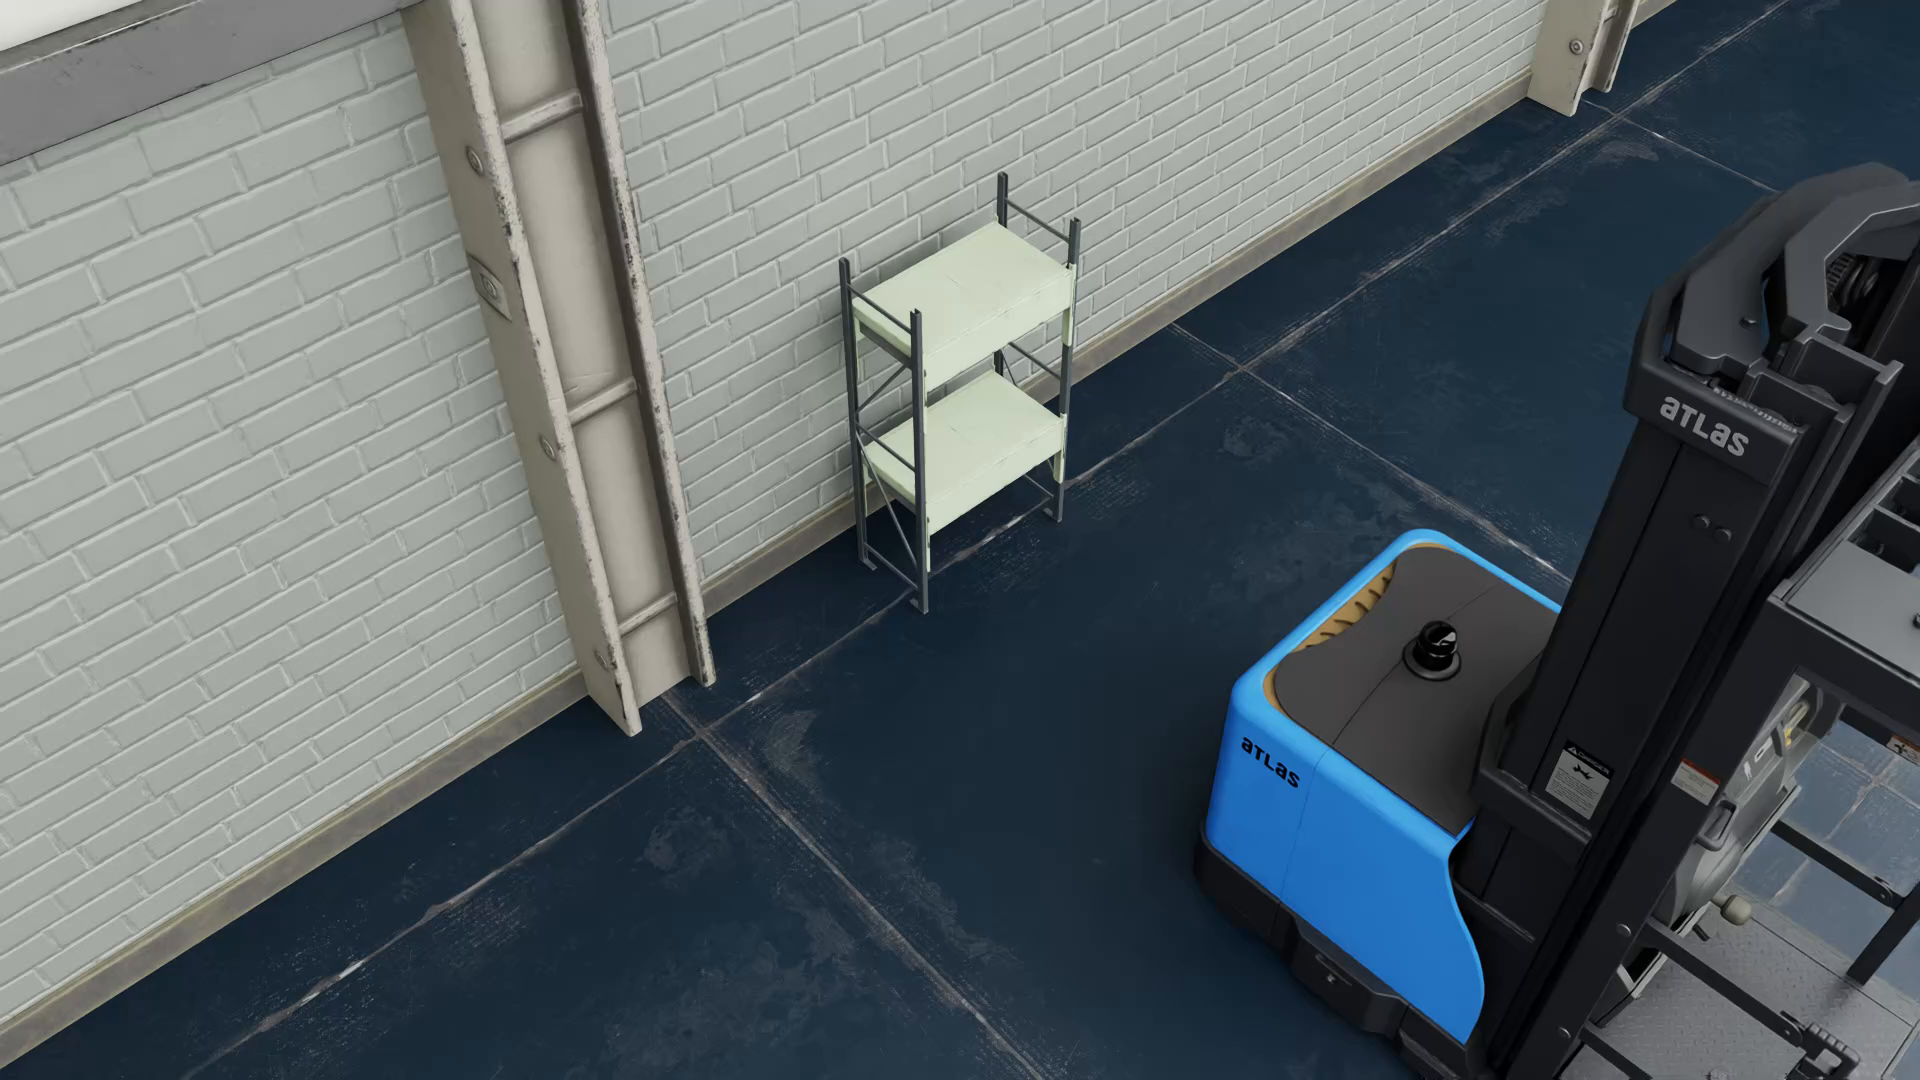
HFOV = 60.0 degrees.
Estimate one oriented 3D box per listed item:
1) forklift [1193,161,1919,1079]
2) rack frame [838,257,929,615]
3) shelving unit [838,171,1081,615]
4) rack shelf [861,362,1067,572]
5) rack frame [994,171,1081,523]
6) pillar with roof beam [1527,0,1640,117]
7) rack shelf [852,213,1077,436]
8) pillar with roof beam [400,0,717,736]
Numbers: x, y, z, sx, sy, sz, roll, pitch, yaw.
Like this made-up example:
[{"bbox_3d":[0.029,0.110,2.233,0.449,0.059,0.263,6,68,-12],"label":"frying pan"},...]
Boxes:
[{"bbox_3d":[2.181,0.691,4.118,1.130,2.935,3.031,-36,57,-29],"label":"forklift"},{"bbox_3d":[-0.266,-0.331,6.035,0.023,1.500,0.400,-34,56,-27],"label":"rack frame"},{"bbox_3d":[0.005,-0.512,6.202,0.755,1.500,0.431,-34,56,-27],"label":"shelving unit"},{"bbox_3d":[0.005,-0.291,6.441,0.720,0.370,0.431,-34,56,-27],"label":"rack shelf"},{"bbox_3d":[0.276,-0.693,6.369,0.023,1.500,0.400,-34,56,-27],"label":"rack frame"},{"bbox_3d":[6.172,-3.136,3.521,0.400,9.000,9.100,-34,56,-27],"label":"pillar with roof beam"},{"bbox_3d":[0.005,-0.777,5.915,0.720,0.370,0.431,-34,56,-27],"label":"rack shelf"},{"bbox_3d":[1.733,-0.170,0.784,0.400,9.000,9.100,-34,56,-27],"label":"pillar with roof beam"}]
